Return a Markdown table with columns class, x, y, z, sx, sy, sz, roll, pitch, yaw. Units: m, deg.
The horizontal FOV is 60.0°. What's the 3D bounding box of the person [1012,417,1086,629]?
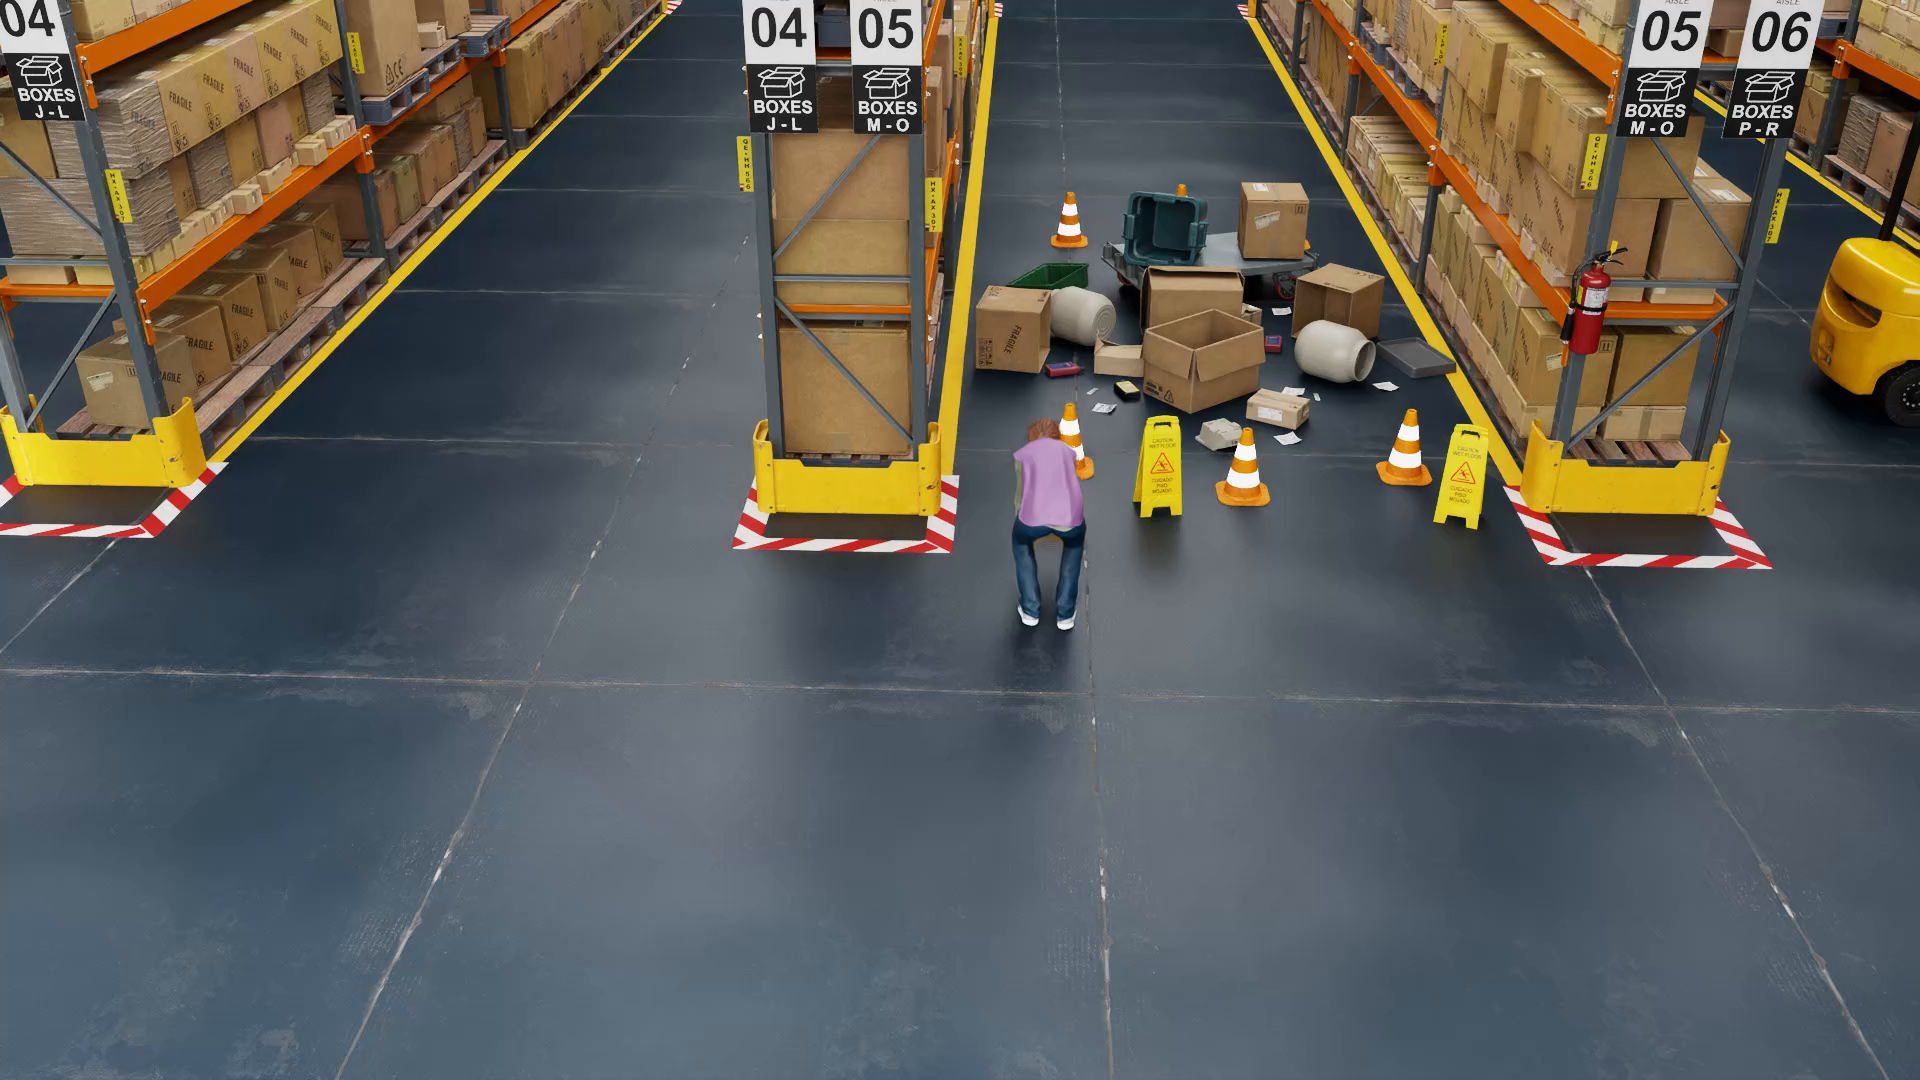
| class | x | y | z | sx | sy | sz | roll | pitch | yaw |
| --- | --- | --- | --- | --- | --- | --- | --- | --- | --- |
| person | 0.494 | -0.077 | 9.369 | 0.408 | 1.036 | 0.855 | 0 | 28 | -1 |
